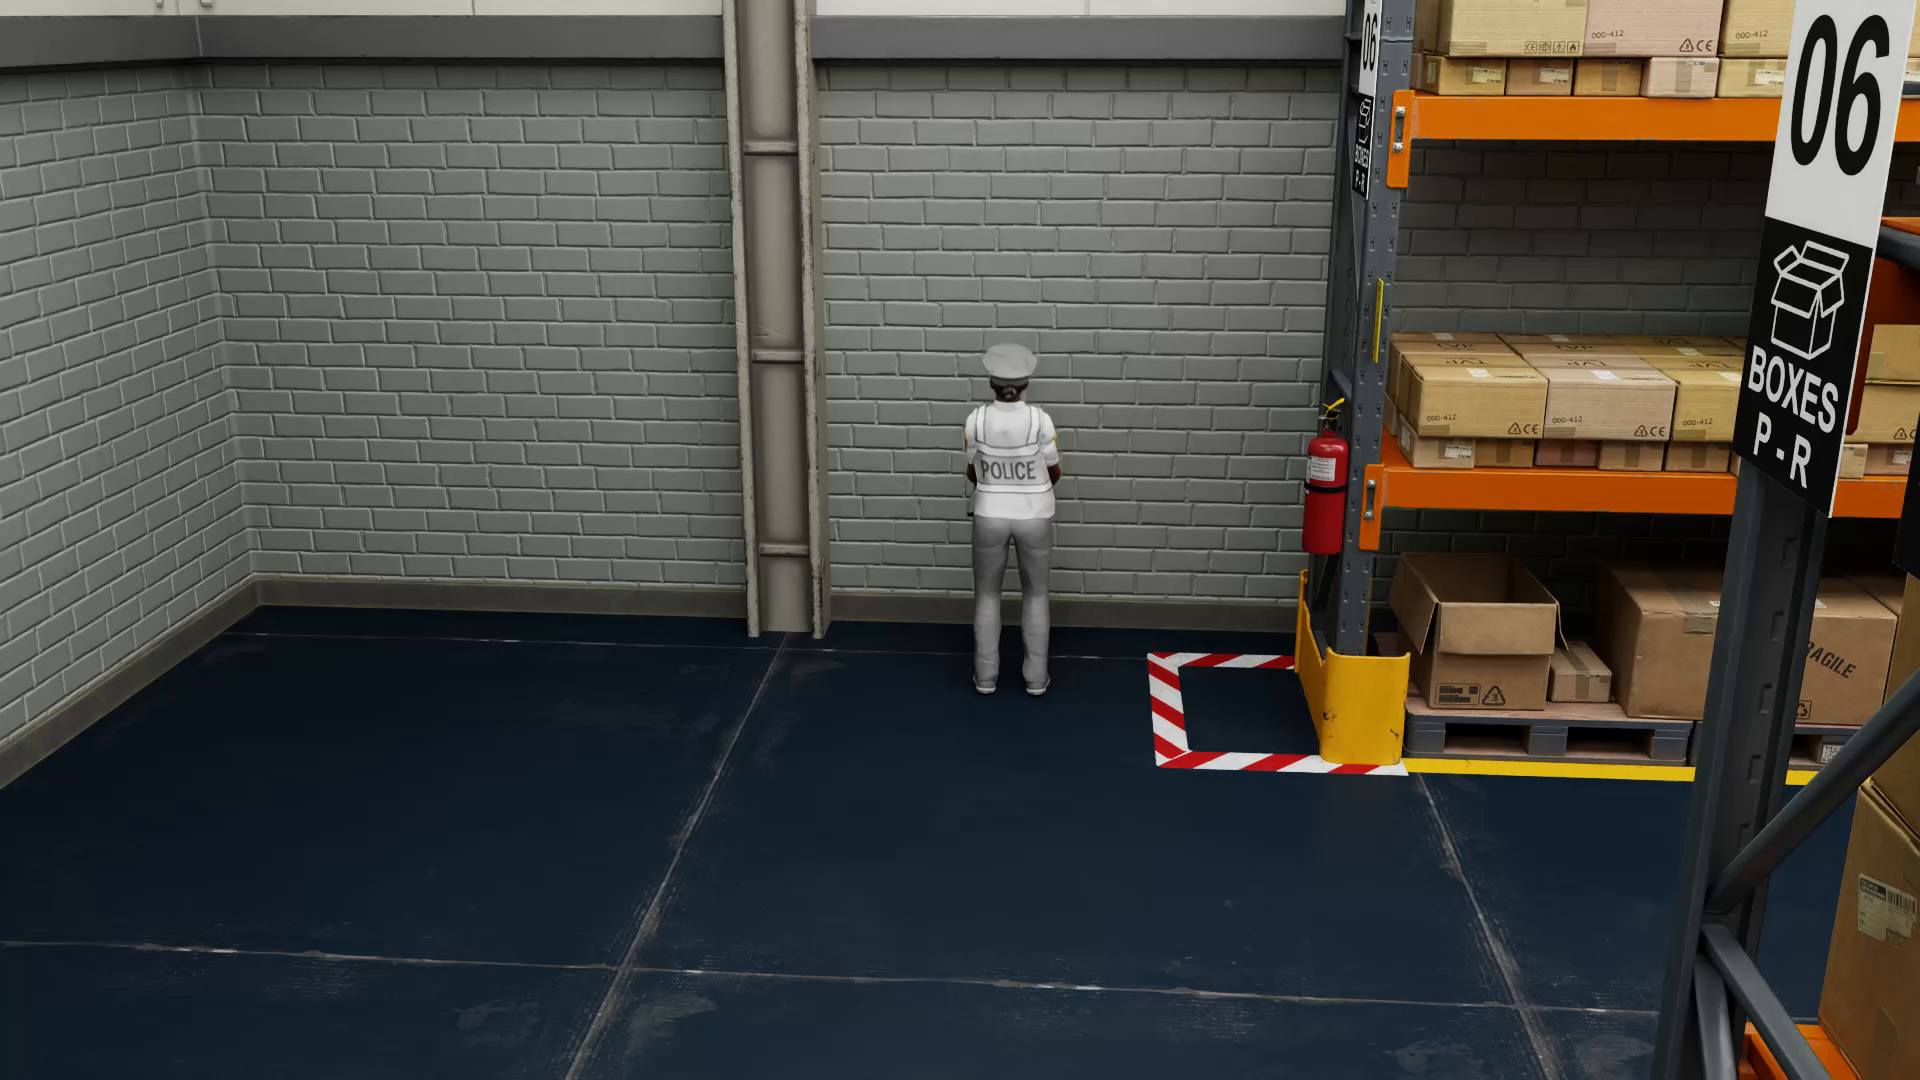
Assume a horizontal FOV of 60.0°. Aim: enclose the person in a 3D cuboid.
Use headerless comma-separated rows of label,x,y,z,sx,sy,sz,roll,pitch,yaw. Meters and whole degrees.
person,0.252,-0.112,7.865,0.450,1.688,0.530,2,18,5
